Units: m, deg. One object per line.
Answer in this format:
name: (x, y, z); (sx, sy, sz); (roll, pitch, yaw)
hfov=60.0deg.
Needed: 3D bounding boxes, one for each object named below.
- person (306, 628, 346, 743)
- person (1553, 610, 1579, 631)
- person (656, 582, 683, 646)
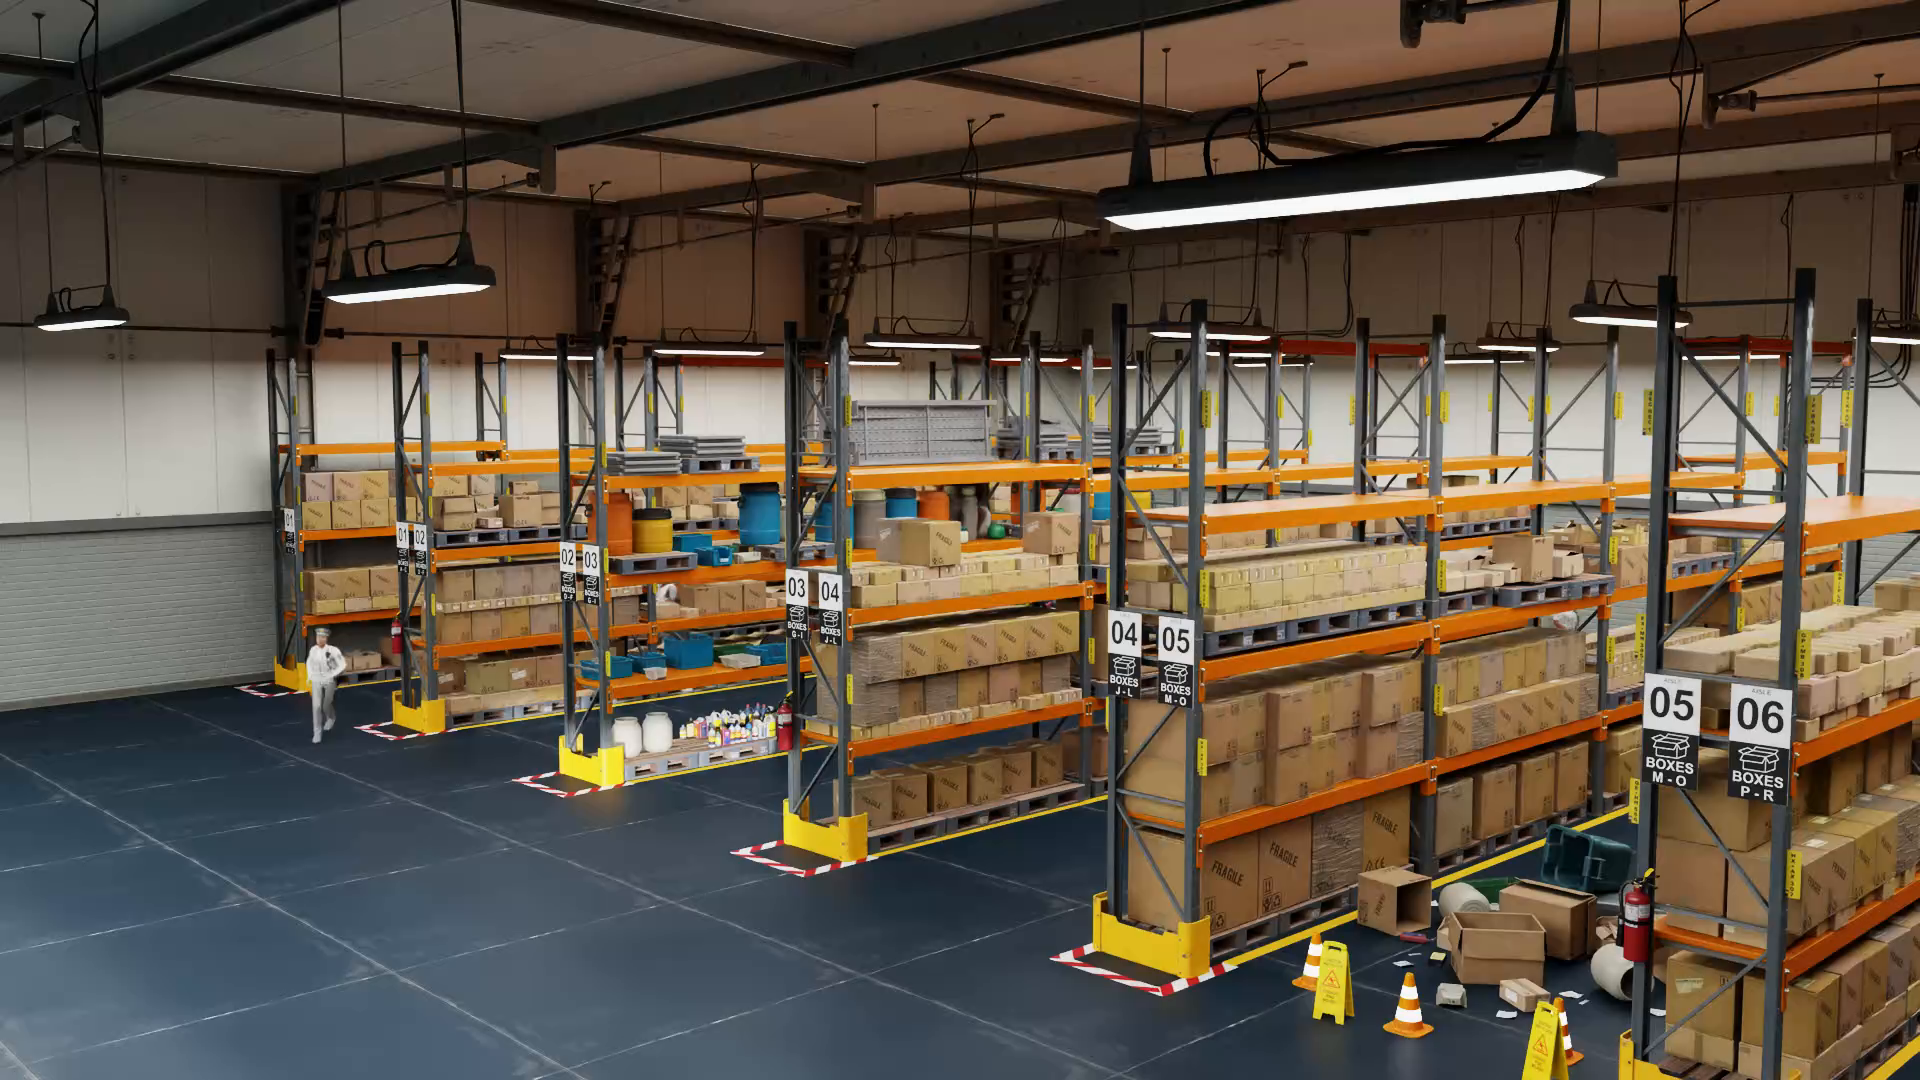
person: (-9.537, 2.141, 24.998); (0.615, 1.681, 0.867); (0, 5, -5)
person: (10.962, 1.738, 30.069); (0.587, 1.713, 0.671); (-2, 5, -24)
person: (-5.731, 1.454, 32.250); (0.680, 1.797, 0.932); (4, 6, 40)
